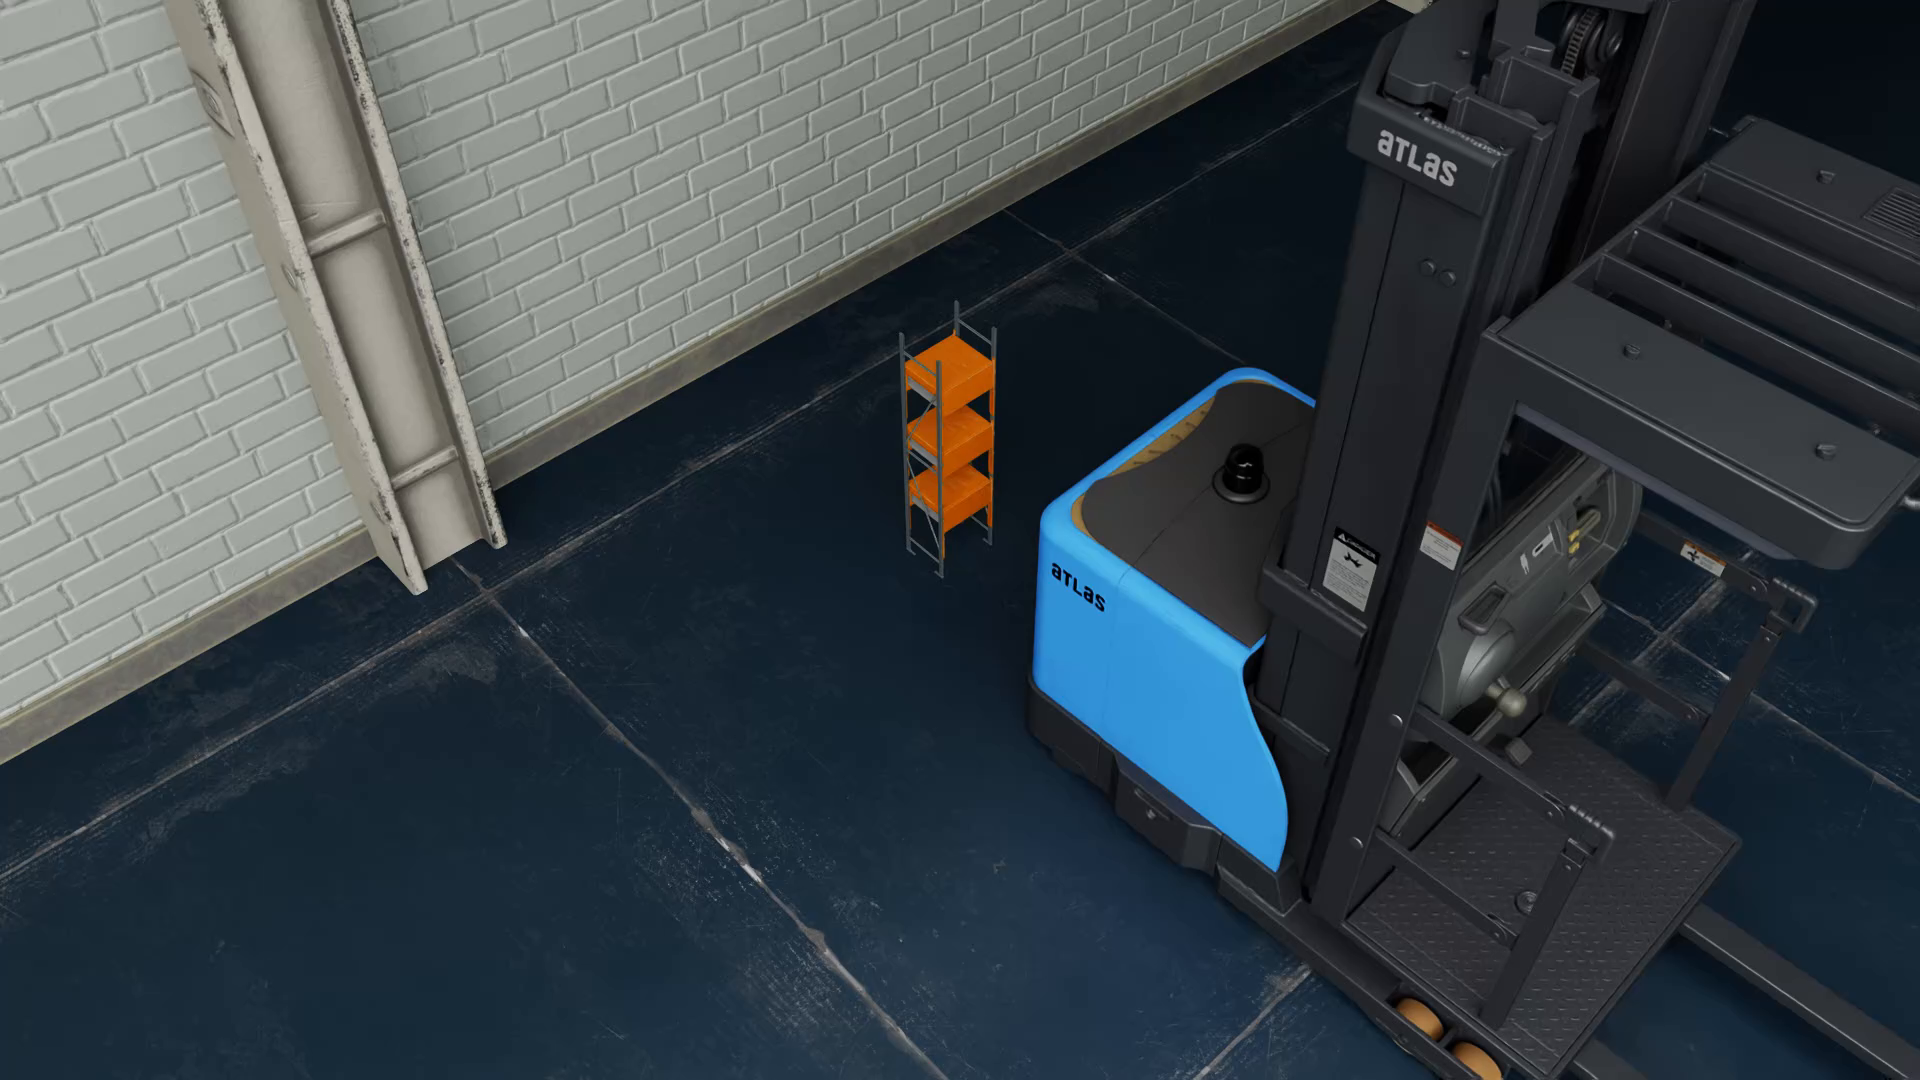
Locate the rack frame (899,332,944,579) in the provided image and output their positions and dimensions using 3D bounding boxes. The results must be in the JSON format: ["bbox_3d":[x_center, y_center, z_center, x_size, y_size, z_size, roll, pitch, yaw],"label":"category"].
[{"bbox_3d":[-0.130,-0.269,5.784,0.008,1.050,0.200,-34,56,-27],"label":"rack frame"}]

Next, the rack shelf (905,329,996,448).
[{"bbox_3d":[-0.040,-0.515,5.639,0.240,0.259,0.215,-34,56,-27],"label":"rack shelf"}]

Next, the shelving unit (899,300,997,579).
[{"bbox_3d":[-0.040,-0.330,5.840,0.252,1.050,0.215,-34,56,-27],"label":"shelving unit"}]

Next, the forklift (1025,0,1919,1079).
[{"bbox_3d":[1.614,0.172,4.097,1.130,2.935,3.031,-36,57,-29],"label":"forklift"}]

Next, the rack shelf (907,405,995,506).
[{"bbox_3d":[-0.040,-0.322,5.848,0.240,0.259,0.215,-34,56,-27],"label":"rack shelf"}]

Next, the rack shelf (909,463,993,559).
[{"bbox_3d":[-0.040,-0.134,6.052,0.240,0.259,0.215,-34,56,-27],"label":"rack shelf"}]

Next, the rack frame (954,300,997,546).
[{"bbox_3d":[0.051,-0.390,5.895,0.008,1.050,0.200,-34,56,-27],"label":"rack frame"}]

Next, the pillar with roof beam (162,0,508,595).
[{"bbox_3d":[0.953,-0.688,0.762,0.400,9.000,9.100,-34,56,-27],"label":"pillar with roof beam"}]
